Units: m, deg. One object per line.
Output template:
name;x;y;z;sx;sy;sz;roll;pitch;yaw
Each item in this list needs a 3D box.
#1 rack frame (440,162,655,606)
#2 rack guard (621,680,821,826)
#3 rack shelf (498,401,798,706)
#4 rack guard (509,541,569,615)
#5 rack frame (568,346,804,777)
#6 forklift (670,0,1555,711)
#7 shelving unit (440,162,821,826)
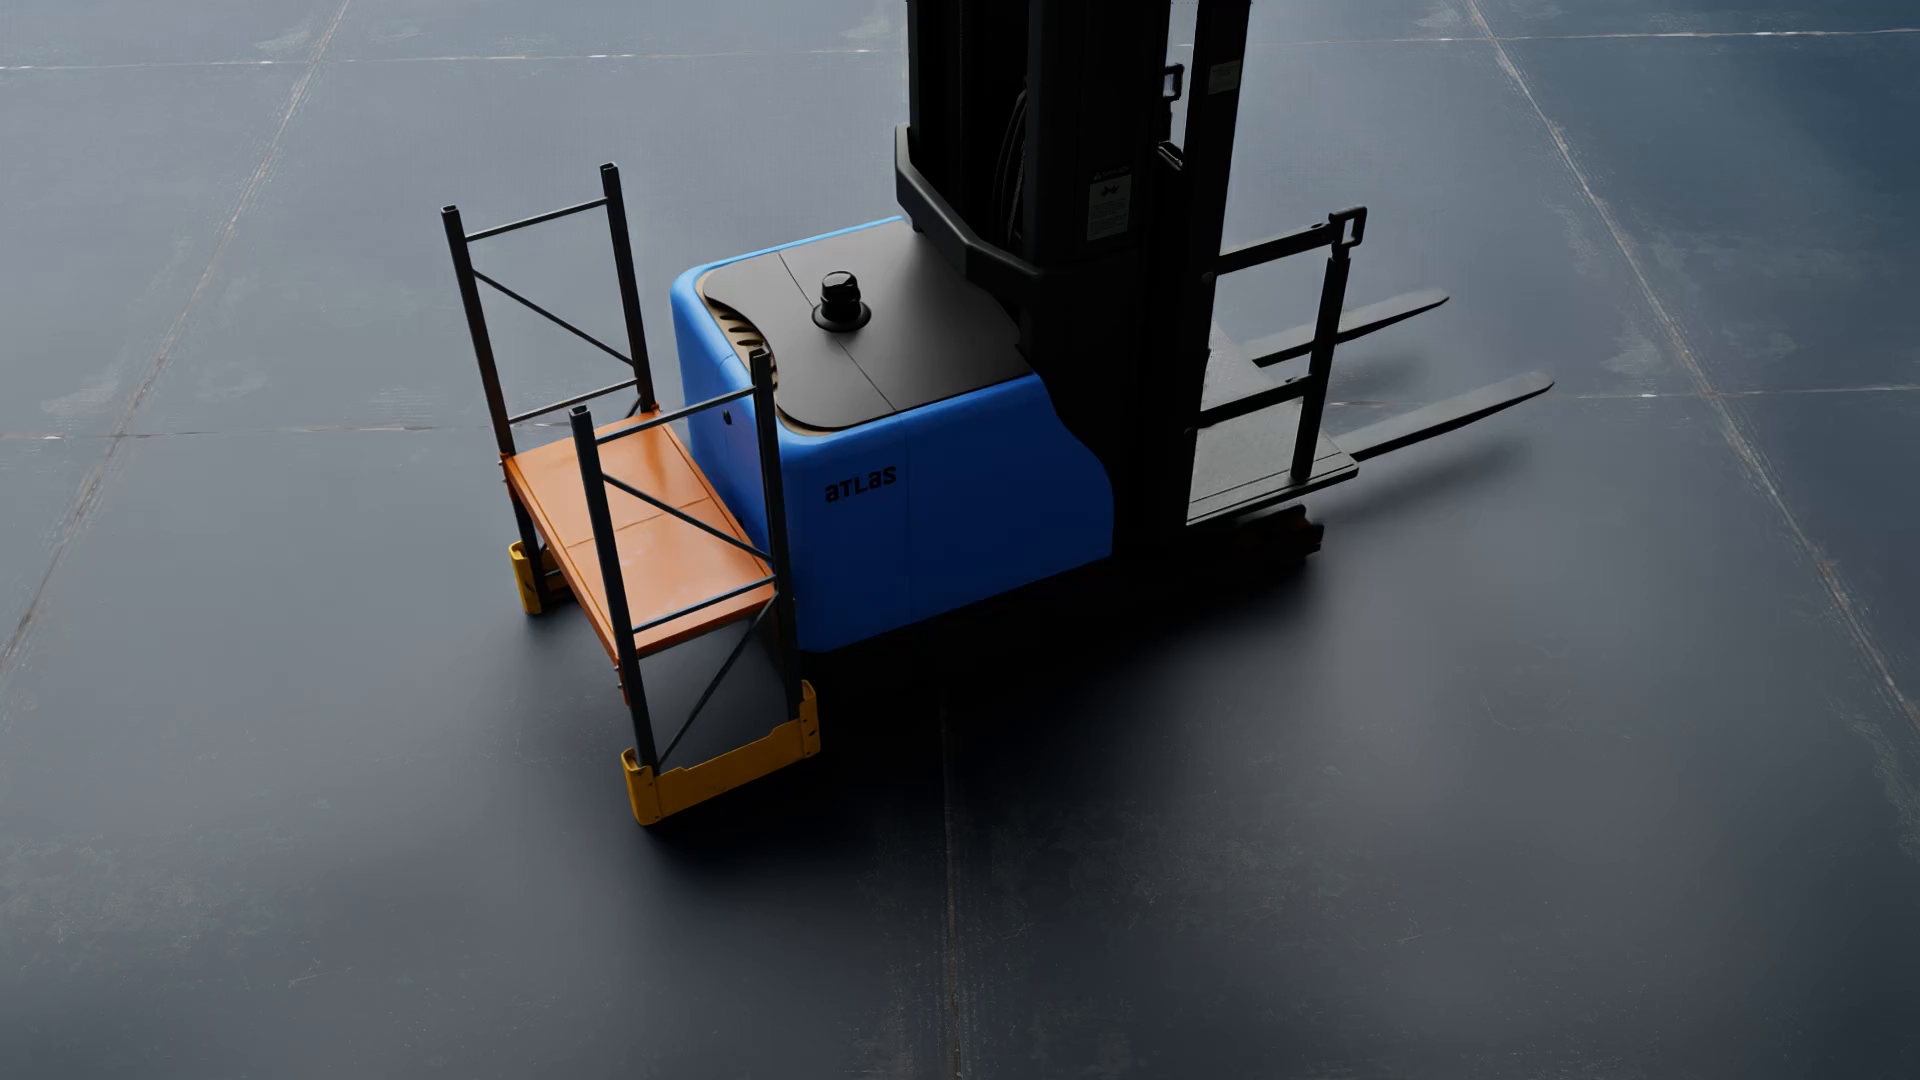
rack frame;-1.185;-0.424;5.101;0.500;1.500;0.032;-21;47;-21
rack guard;-0.692;0.623;4.884;0.587;0.250;0.087;-21;47;-21
rack shelf;-0.934;0.008;4.897;0.538;0.185;1.000;-21;47;-21
rack guard;-1.183;0.037;5.523;0.587;0.250;0.087;-21;47;-21
rack frame;-0.684;0.174;4.449;0.500;1.500;0.032;-21;47;-21
forklift;0.661;-1.246;4.941;3.031;2.935;1.130;-18;46;-19
shelving unit;-0.939;-0.130;4.781;0.587;1.500;1.083;-21;47;-21
